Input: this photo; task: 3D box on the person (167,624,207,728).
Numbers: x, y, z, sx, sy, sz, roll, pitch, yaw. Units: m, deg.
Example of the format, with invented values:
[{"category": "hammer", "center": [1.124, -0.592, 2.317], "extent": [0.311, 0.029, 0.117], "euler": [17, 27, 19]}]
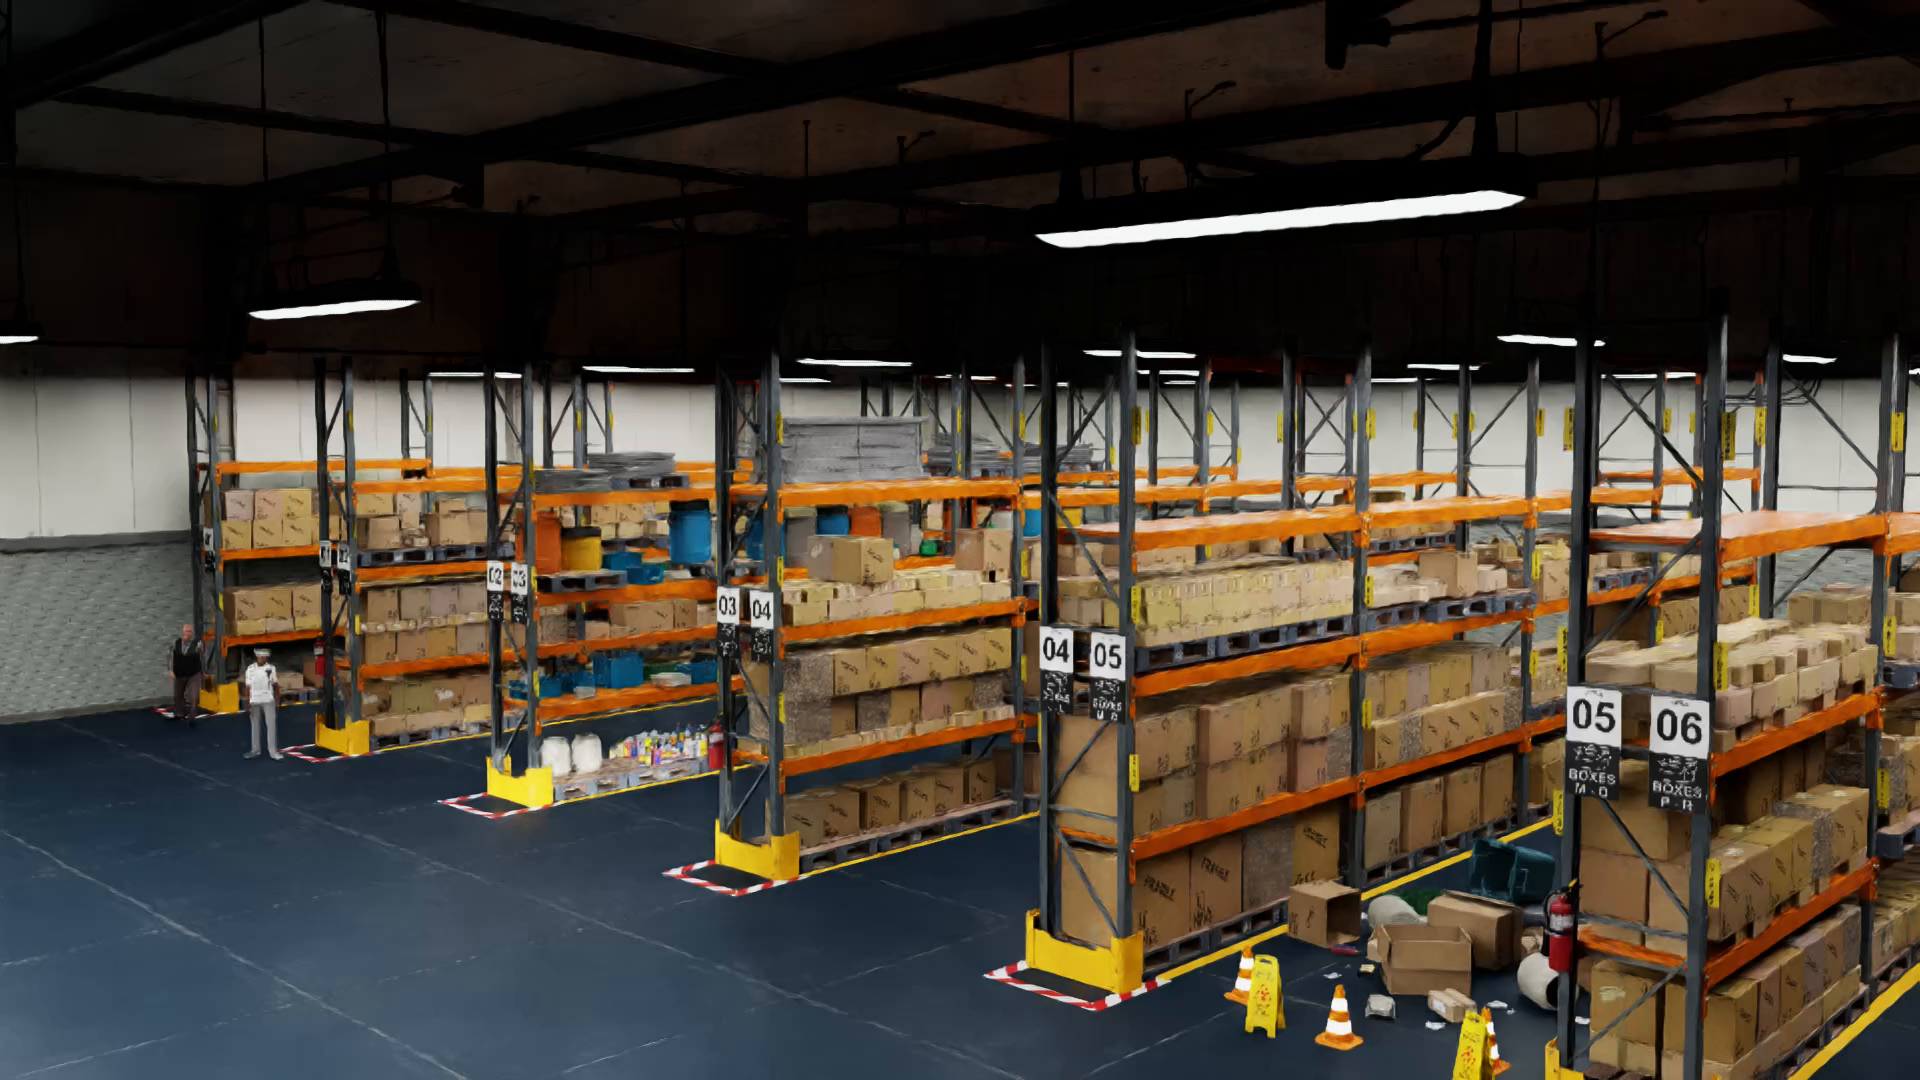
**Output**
[{"category": "person", "center": [-12.817, 2.222, 27.453], "extent": [0.702, 1.694, 0.716], "euler": [0, 4, -6]}]

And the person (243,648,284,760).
[{"category": "person", "center": [-10.423, 2.430, 24.825], "extent": [0.586, 1.674, 0.481], "euler": [-2, 5, -20]}]

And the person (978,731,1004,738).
[{"category": "person", "center": [0.476, 2.253, 26.551], "extent": [0.476, 1.738, 0.624], "euler": [2, 5, 21]}]
